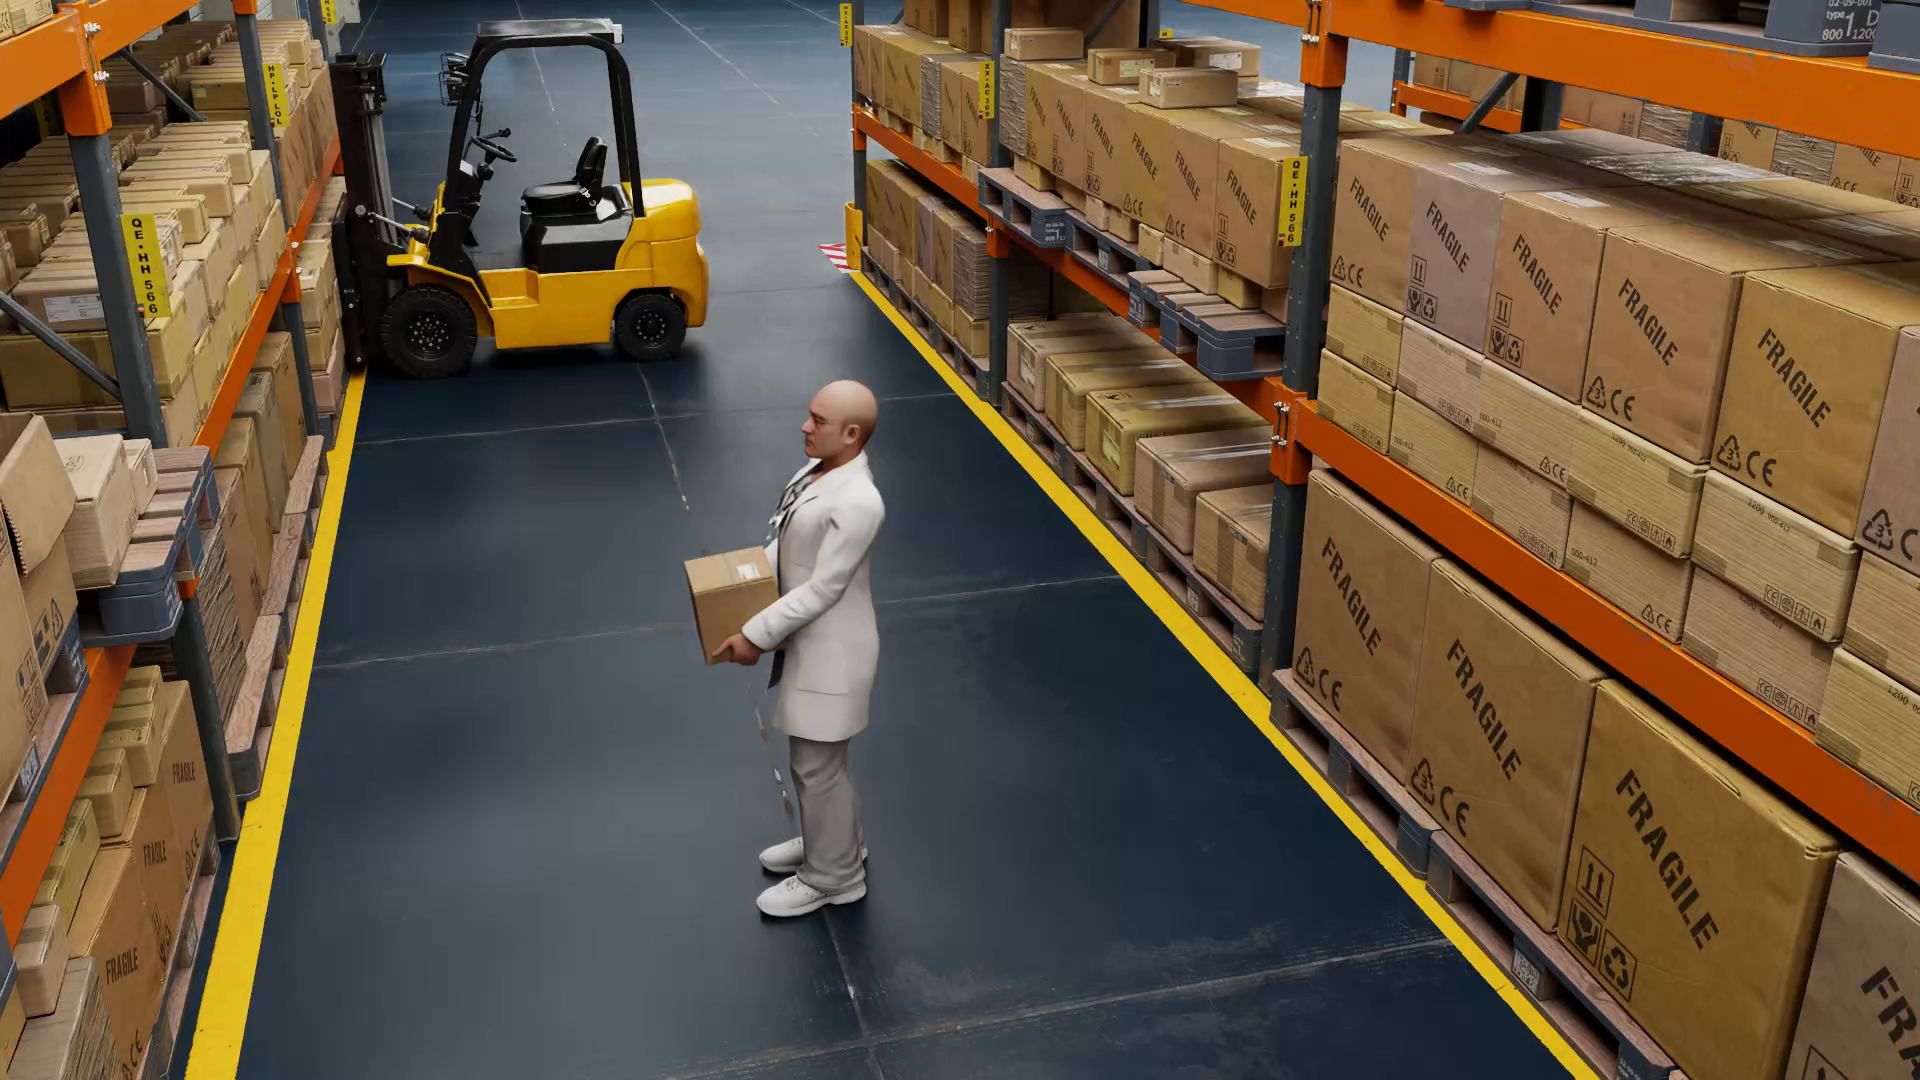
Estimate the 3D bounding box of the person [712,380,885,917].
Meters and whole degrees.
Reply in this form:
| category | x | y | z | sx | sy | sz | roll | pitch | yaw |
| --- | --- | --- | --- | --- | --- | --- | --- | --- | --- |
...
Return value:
| category | x | y | z | sx | sy | sz | roll | pitch | yaw |
| --- | --- | --- | --- | --- | --- | --- | --- | --- | --- |
| person | -0.518 | 0.356 | 5.267 | 0.555 | 1.769 | 0.530 | -6 | 23 | -14 |
